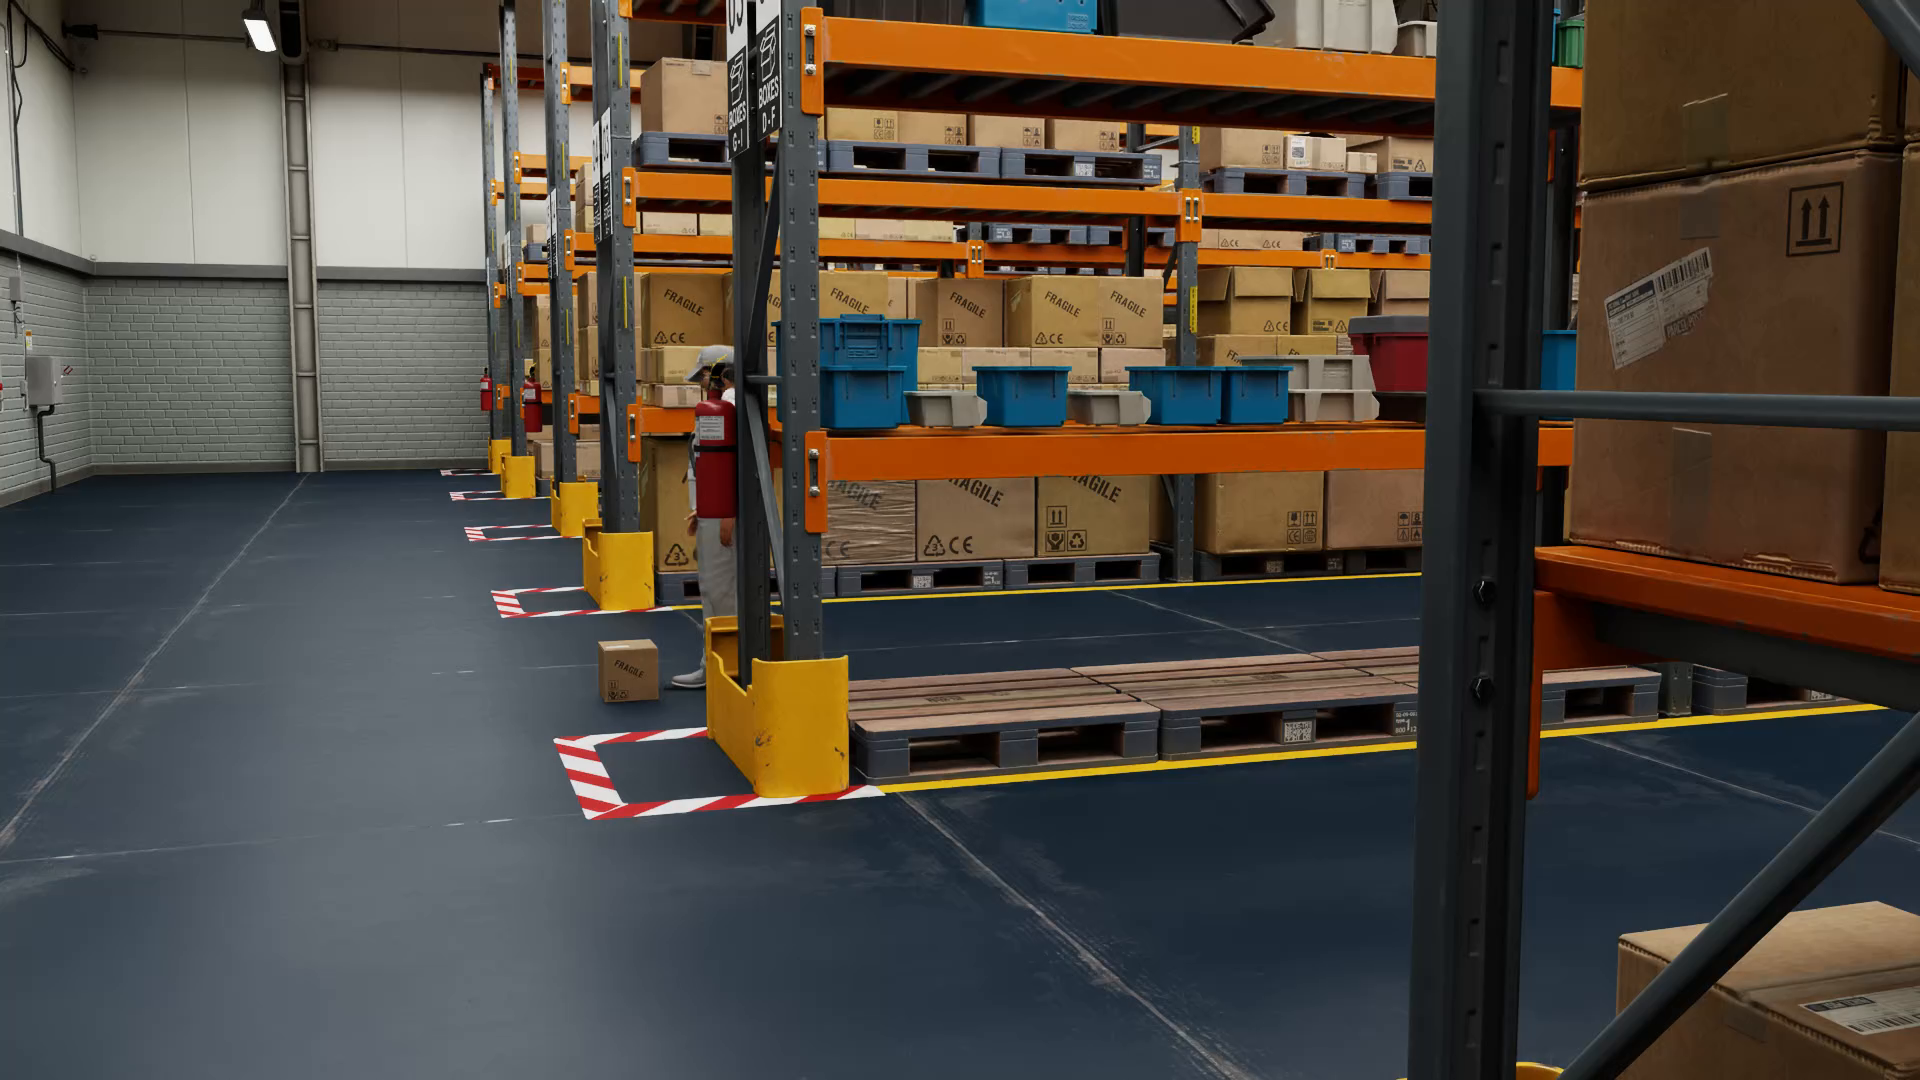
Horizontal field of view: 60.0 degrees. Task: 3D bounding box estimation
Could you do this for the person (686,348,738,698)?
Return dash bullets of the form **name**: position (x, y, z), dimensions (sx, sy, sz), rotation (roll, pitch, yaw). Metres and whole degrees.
- **person**: position (-1.127, -0.088, 7.978), dimensions (0.390, 1.660, 0.471), rotation (-2, 6, -18)
